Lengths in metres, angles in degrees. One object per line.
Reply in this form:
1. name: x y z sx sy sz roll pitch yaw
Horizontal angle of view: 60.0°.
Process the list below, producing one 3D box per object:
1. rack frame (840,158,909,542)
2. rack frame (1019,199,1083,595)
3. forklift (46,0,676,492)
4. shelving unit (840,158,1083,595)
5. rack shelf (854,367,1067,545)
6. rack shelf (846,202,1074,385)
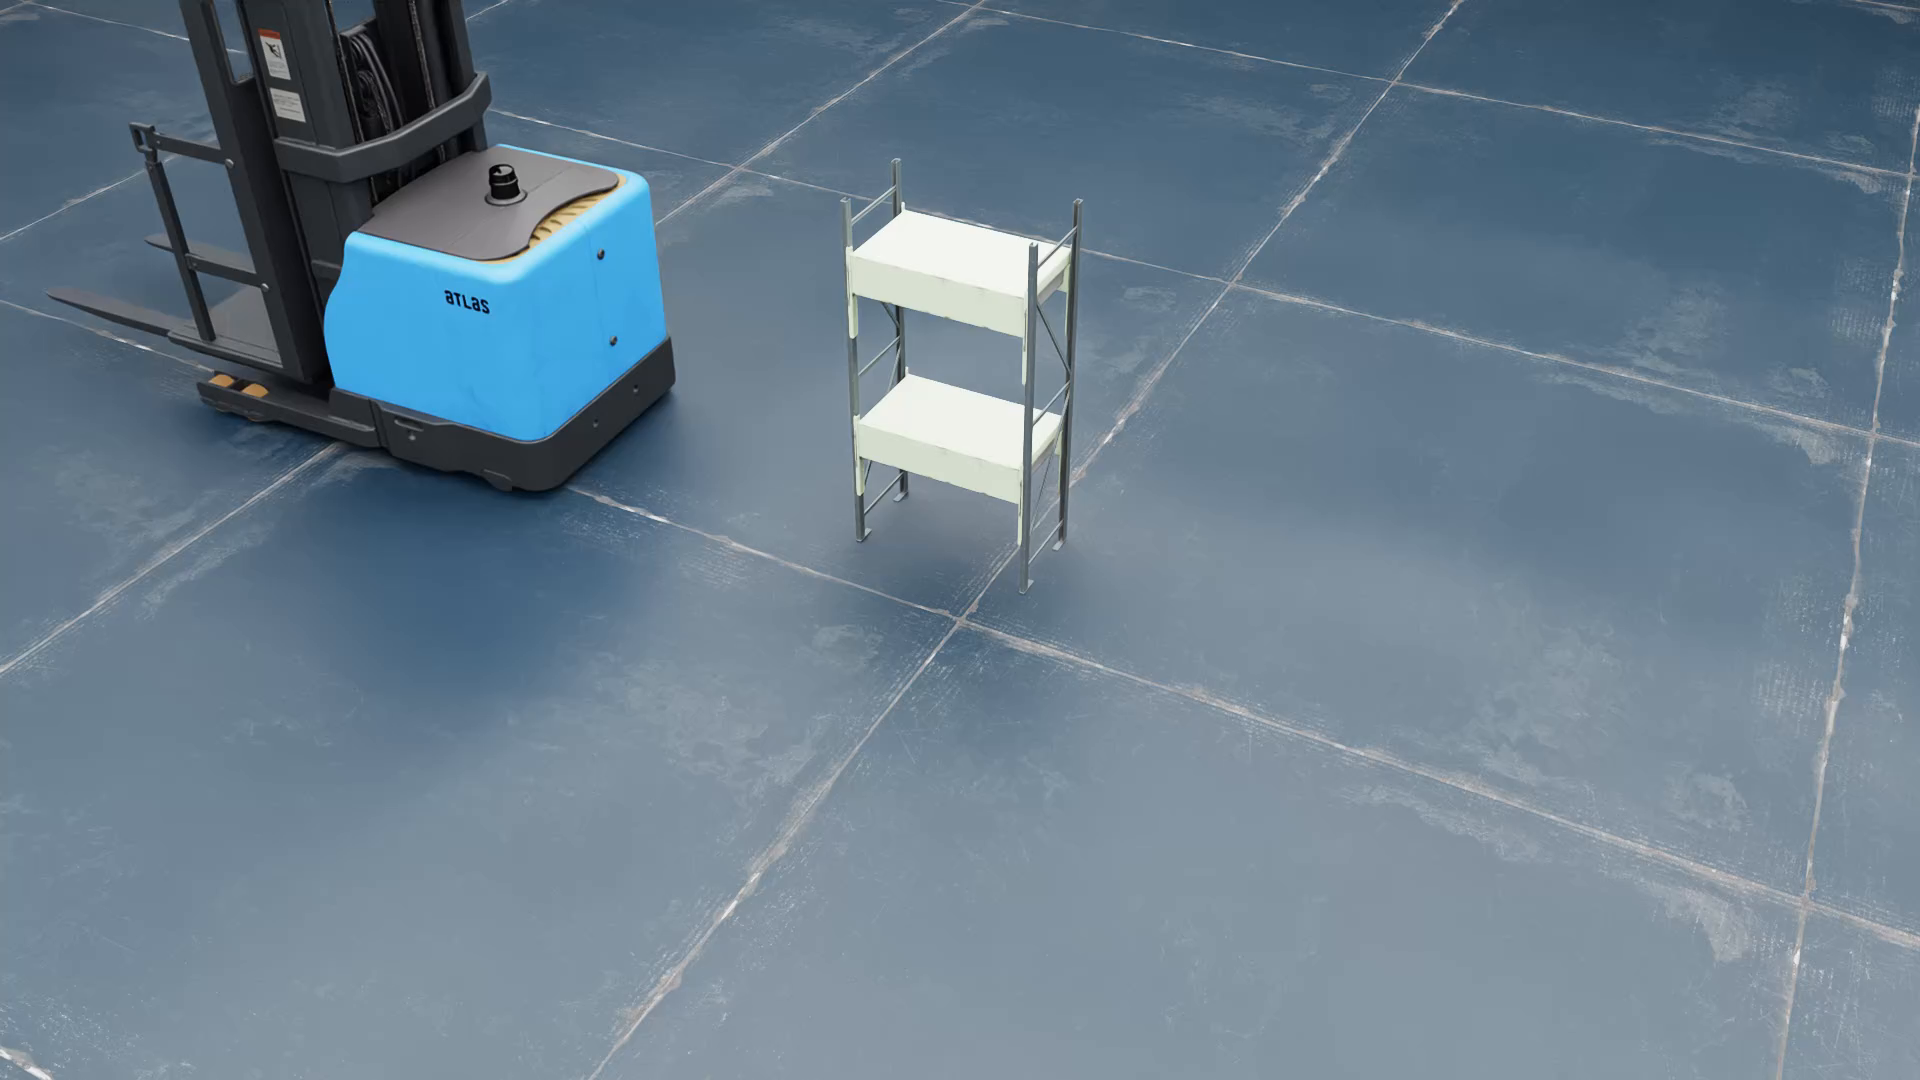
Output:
1. rack frame: -0.319 -0.697 6.428 0.023 1.500 0.400 17 41 21
2. rack frame: 0.331 -0.494 6.160 0.023 1.500 0.400 17 41 21
3. forklift: -2.856 -1.967 6.917 3.031 2.935 1.130 16 40 20
4. shelving unit: 0.006 -0.596 6.294 0.755 1.500 0.431 17 41 21
5. rack shelf: 0.006 -0.336 6.491 0.720 0.370 0.431 17 41 21
6. rack shelf: 0.006 -0.906 6.058 0.720 0.370 0.431 17 41 21
